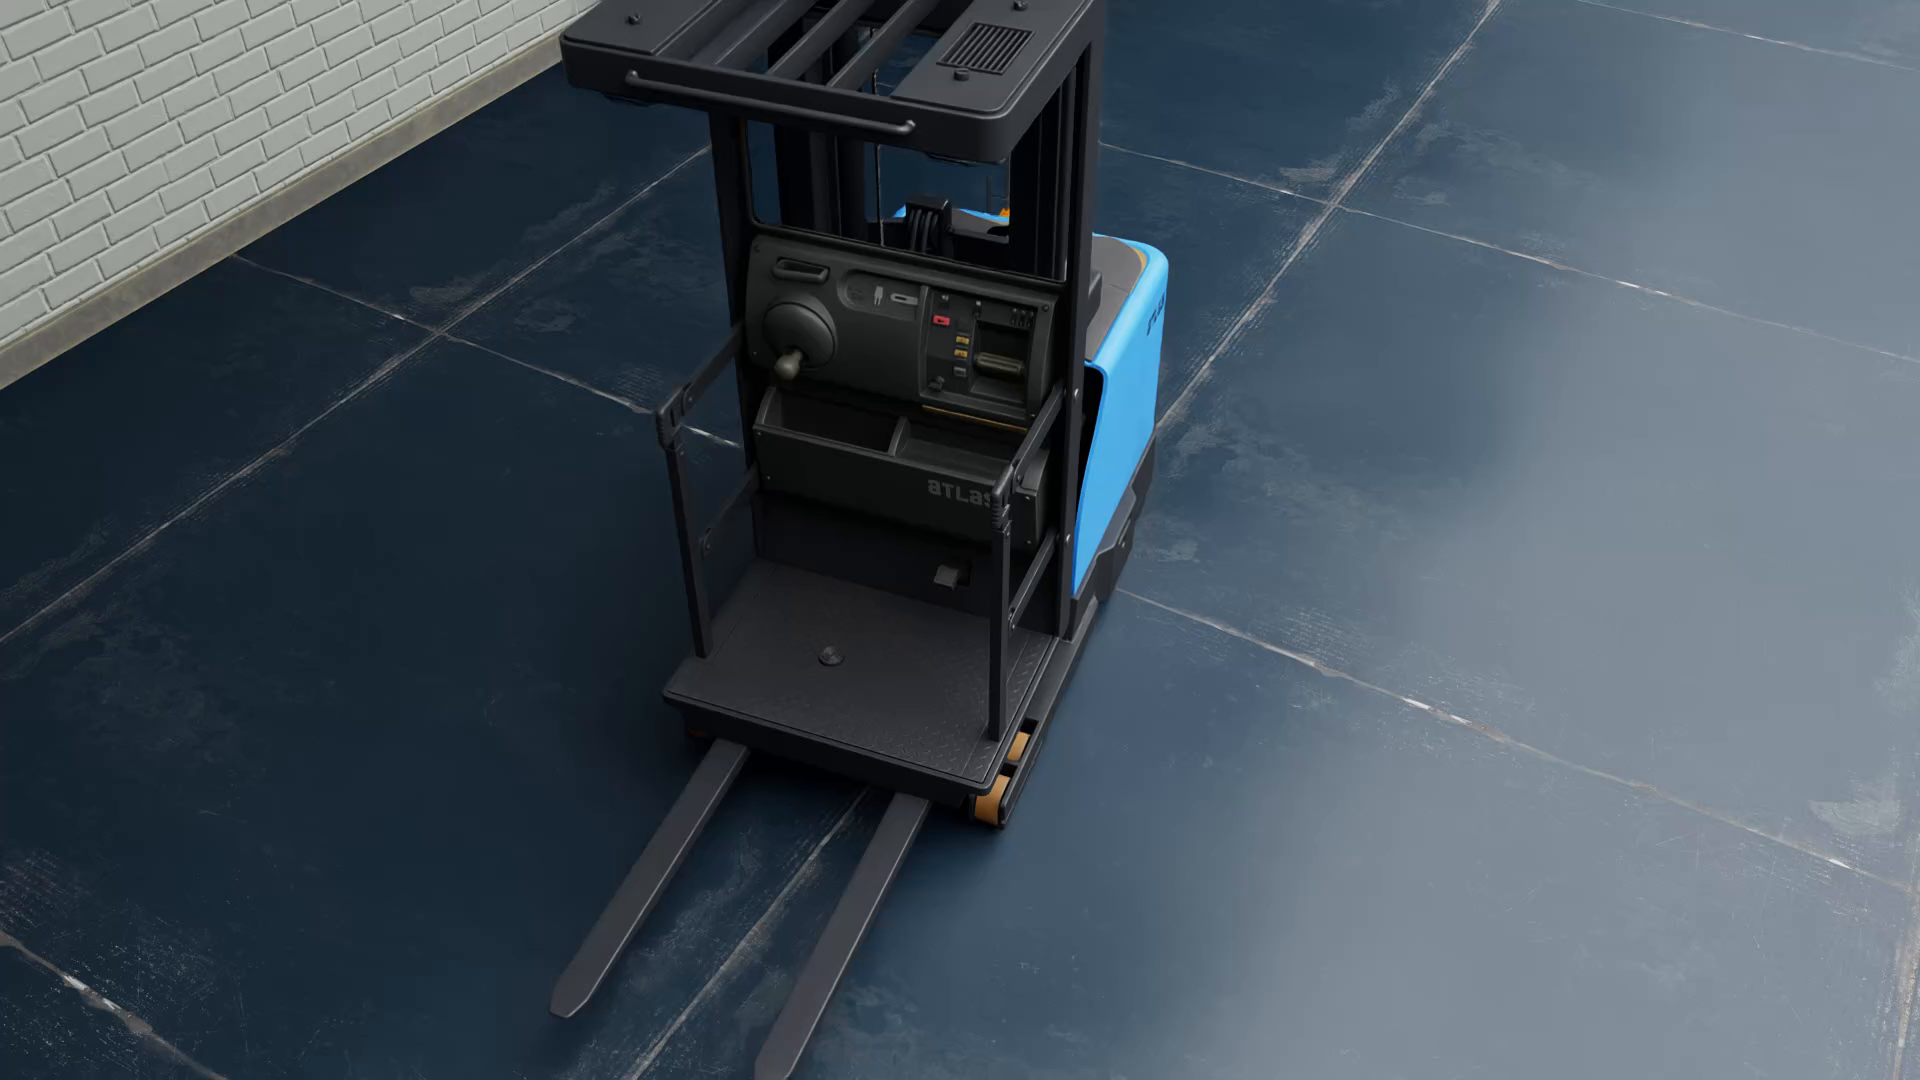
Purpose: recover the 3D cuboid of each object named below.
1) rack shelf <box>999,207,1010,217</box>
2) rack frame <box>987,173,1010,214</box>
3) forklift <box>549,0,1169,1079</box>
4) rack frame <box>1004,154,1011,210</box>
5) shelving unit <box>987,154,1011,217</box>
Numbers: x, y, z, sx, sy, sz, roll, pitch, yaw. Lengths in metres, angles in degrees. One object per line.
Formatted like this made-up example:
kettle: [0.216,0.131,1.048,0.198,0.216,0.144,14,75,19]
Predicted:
rack shelf: [0.243,-1.121,6.137,0.258,0.103,0.180,14,43,15]
rack frame: [0.211,-0.827,6.281,0.240,1.200,0.006,14,43,15]
forklift: [-0.258,-0.519,4.622,1.130,2.935,3.031,14,43,15]
rack frame: [0.276,-0.940,6.410,0.240,1.200,0.006,14,43,15]
shelving unit: [0.243,-0.884,6.346,0.258,1.200,0.189,14,43,15]
